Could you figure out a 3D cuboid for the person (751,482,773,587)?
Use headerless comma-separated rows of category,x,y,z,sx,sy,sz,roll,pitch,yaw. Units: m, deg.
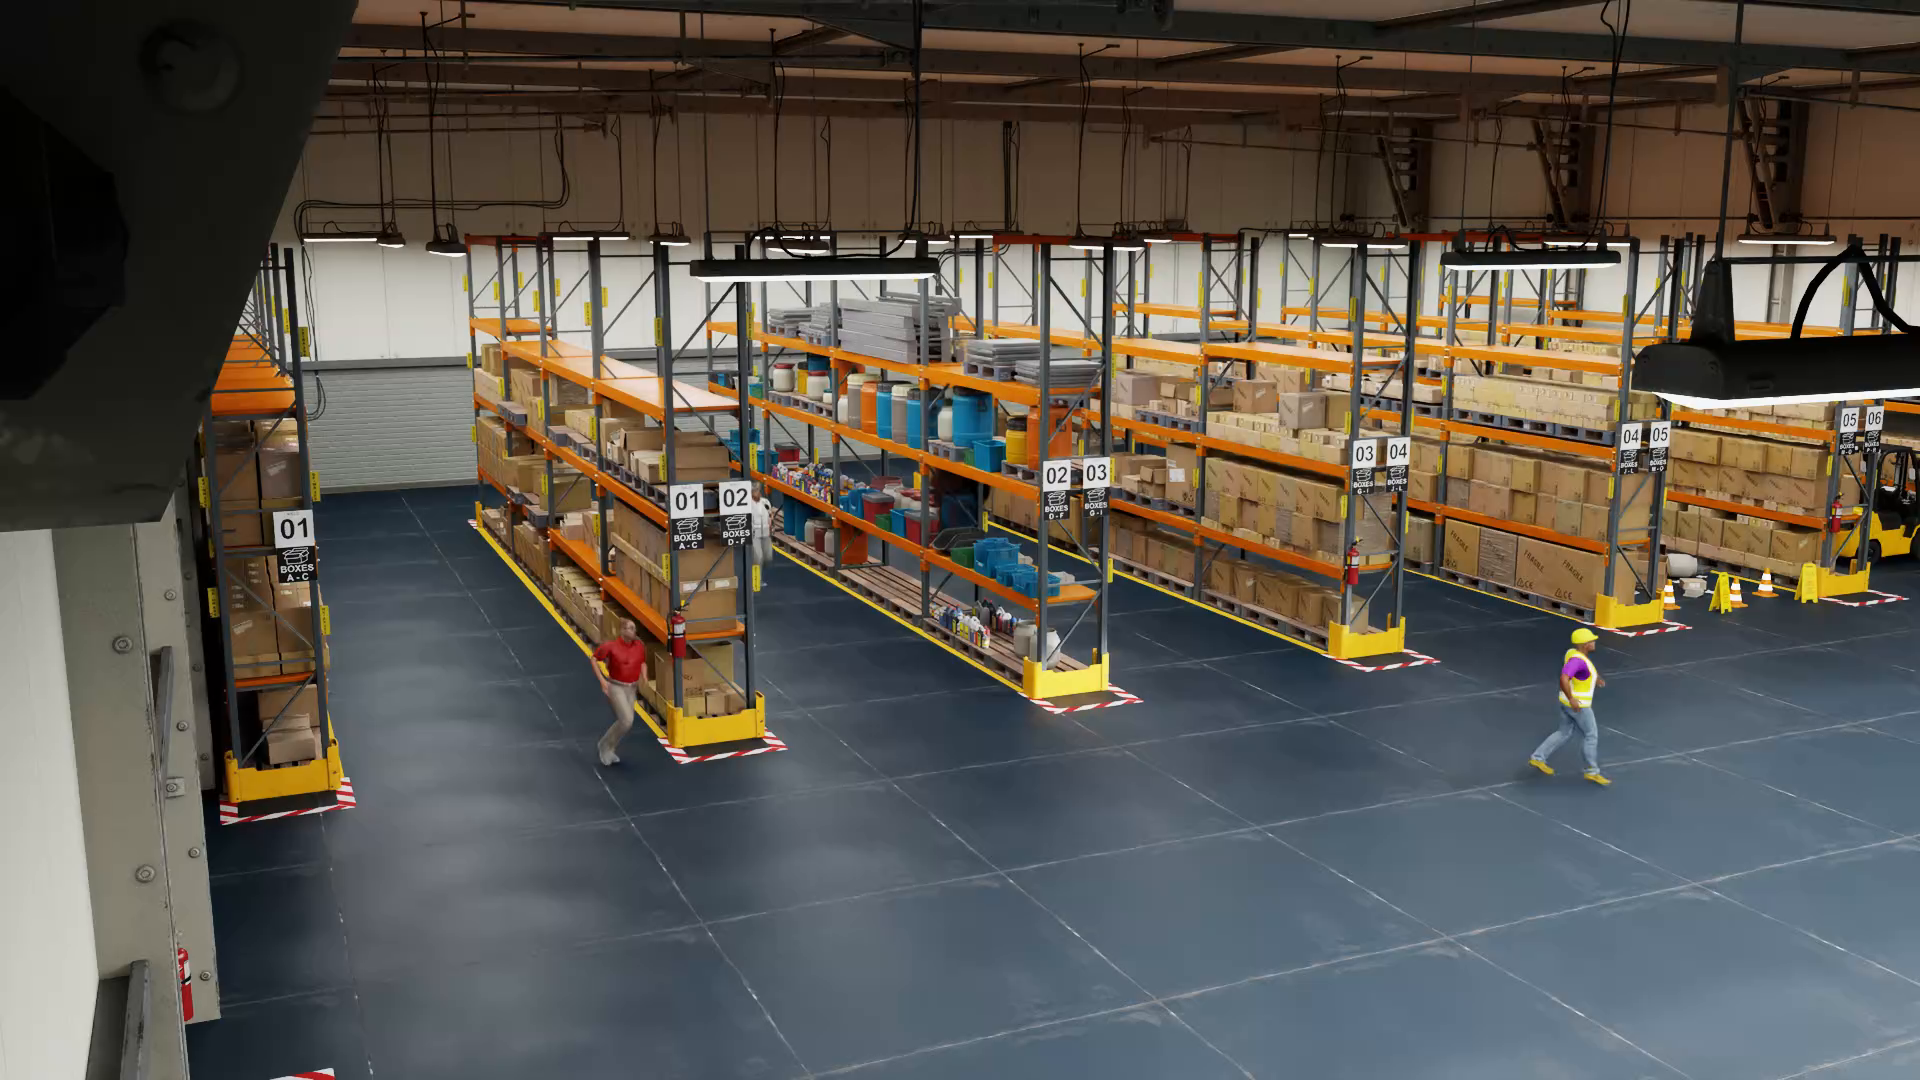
person,-3.374,-0.094,27.645,0.664,1.769,0.594,-7,13,-31

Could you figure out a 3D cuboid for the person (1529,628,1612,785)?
person,6.955,1.867,18.831,0.895,1.789,0.691,1,11,4

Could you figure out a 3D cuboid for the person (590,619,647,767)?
person,-3.937,1.782,19.555,0.595,1.689,0.706,8,13,35
